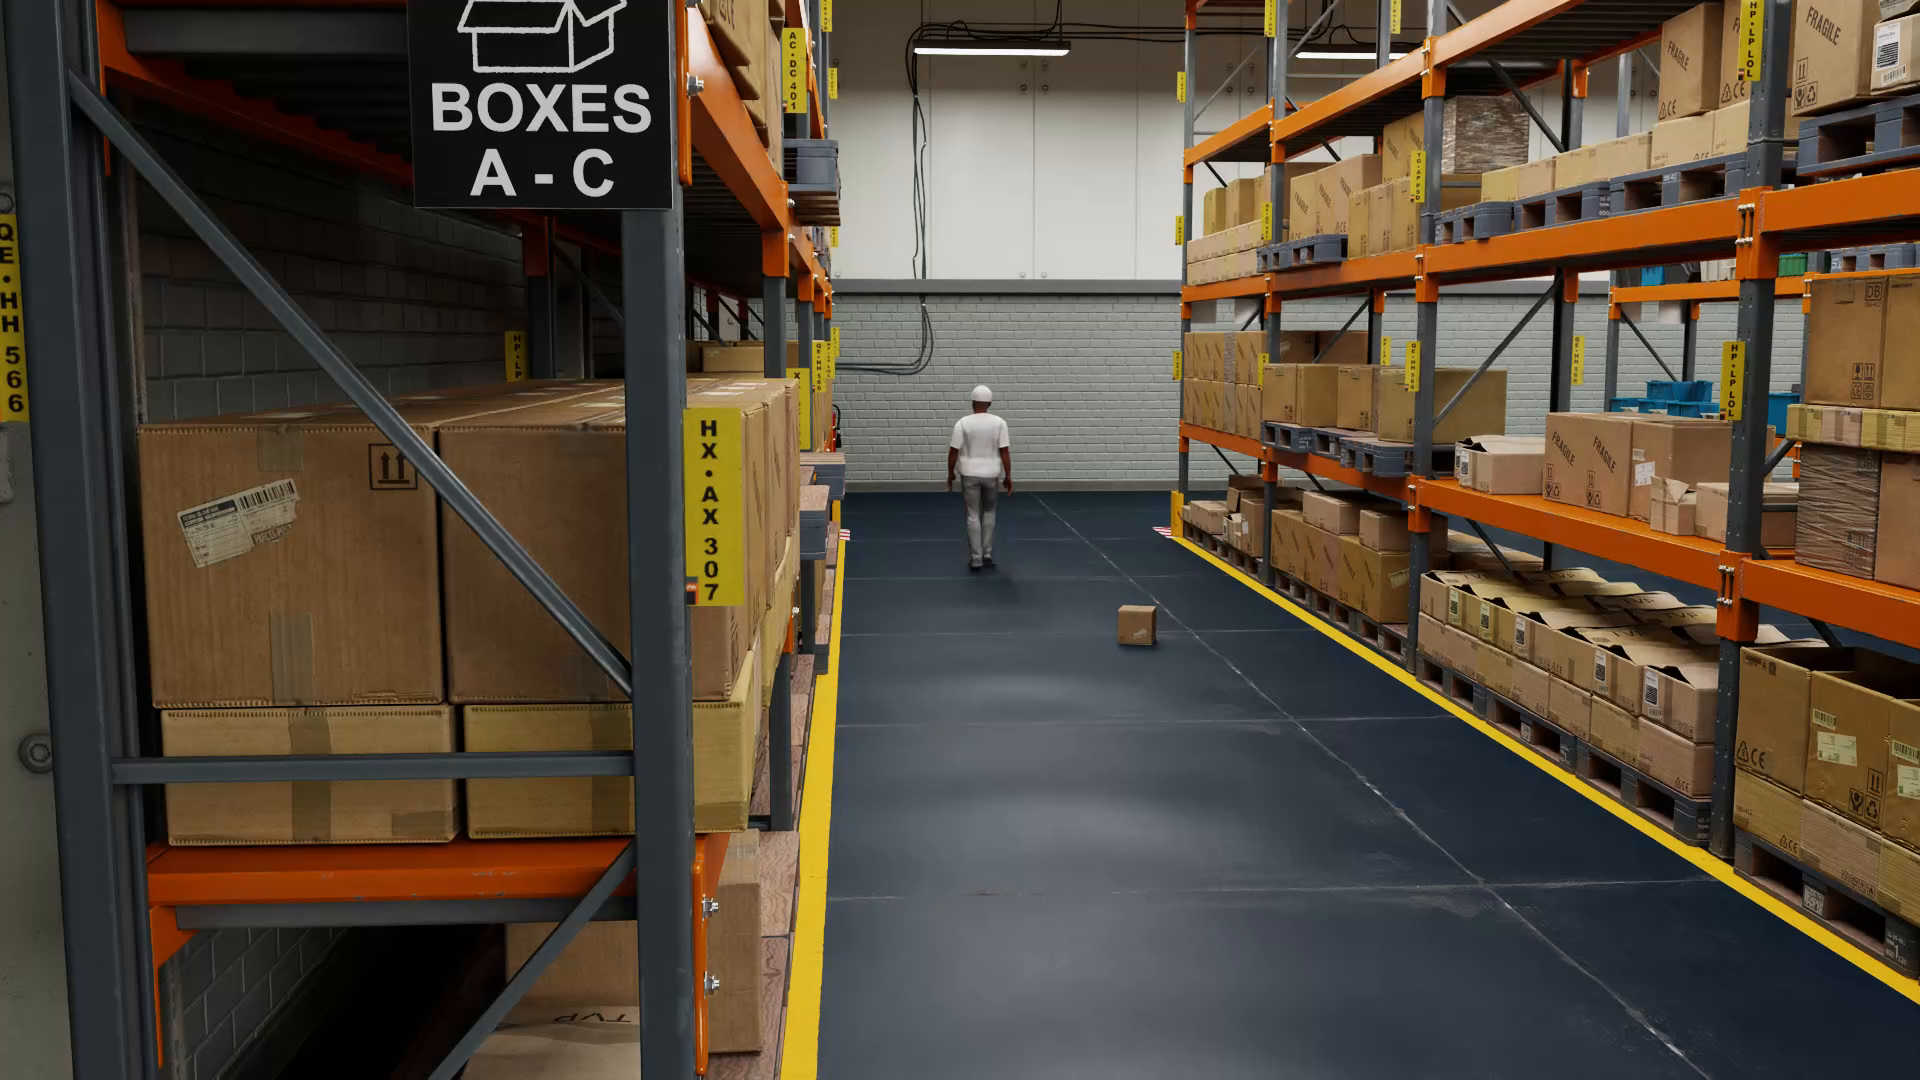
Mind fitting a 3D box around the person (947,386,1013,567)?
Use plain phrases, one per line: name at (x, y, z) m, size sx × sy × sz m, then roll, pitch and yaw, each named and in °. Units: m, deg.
person at (0.184, -0.588, 16.232) m, size 0.613 × 1.834 × 0.574 m, roll -1°, pitch 7°, yaw -9°
